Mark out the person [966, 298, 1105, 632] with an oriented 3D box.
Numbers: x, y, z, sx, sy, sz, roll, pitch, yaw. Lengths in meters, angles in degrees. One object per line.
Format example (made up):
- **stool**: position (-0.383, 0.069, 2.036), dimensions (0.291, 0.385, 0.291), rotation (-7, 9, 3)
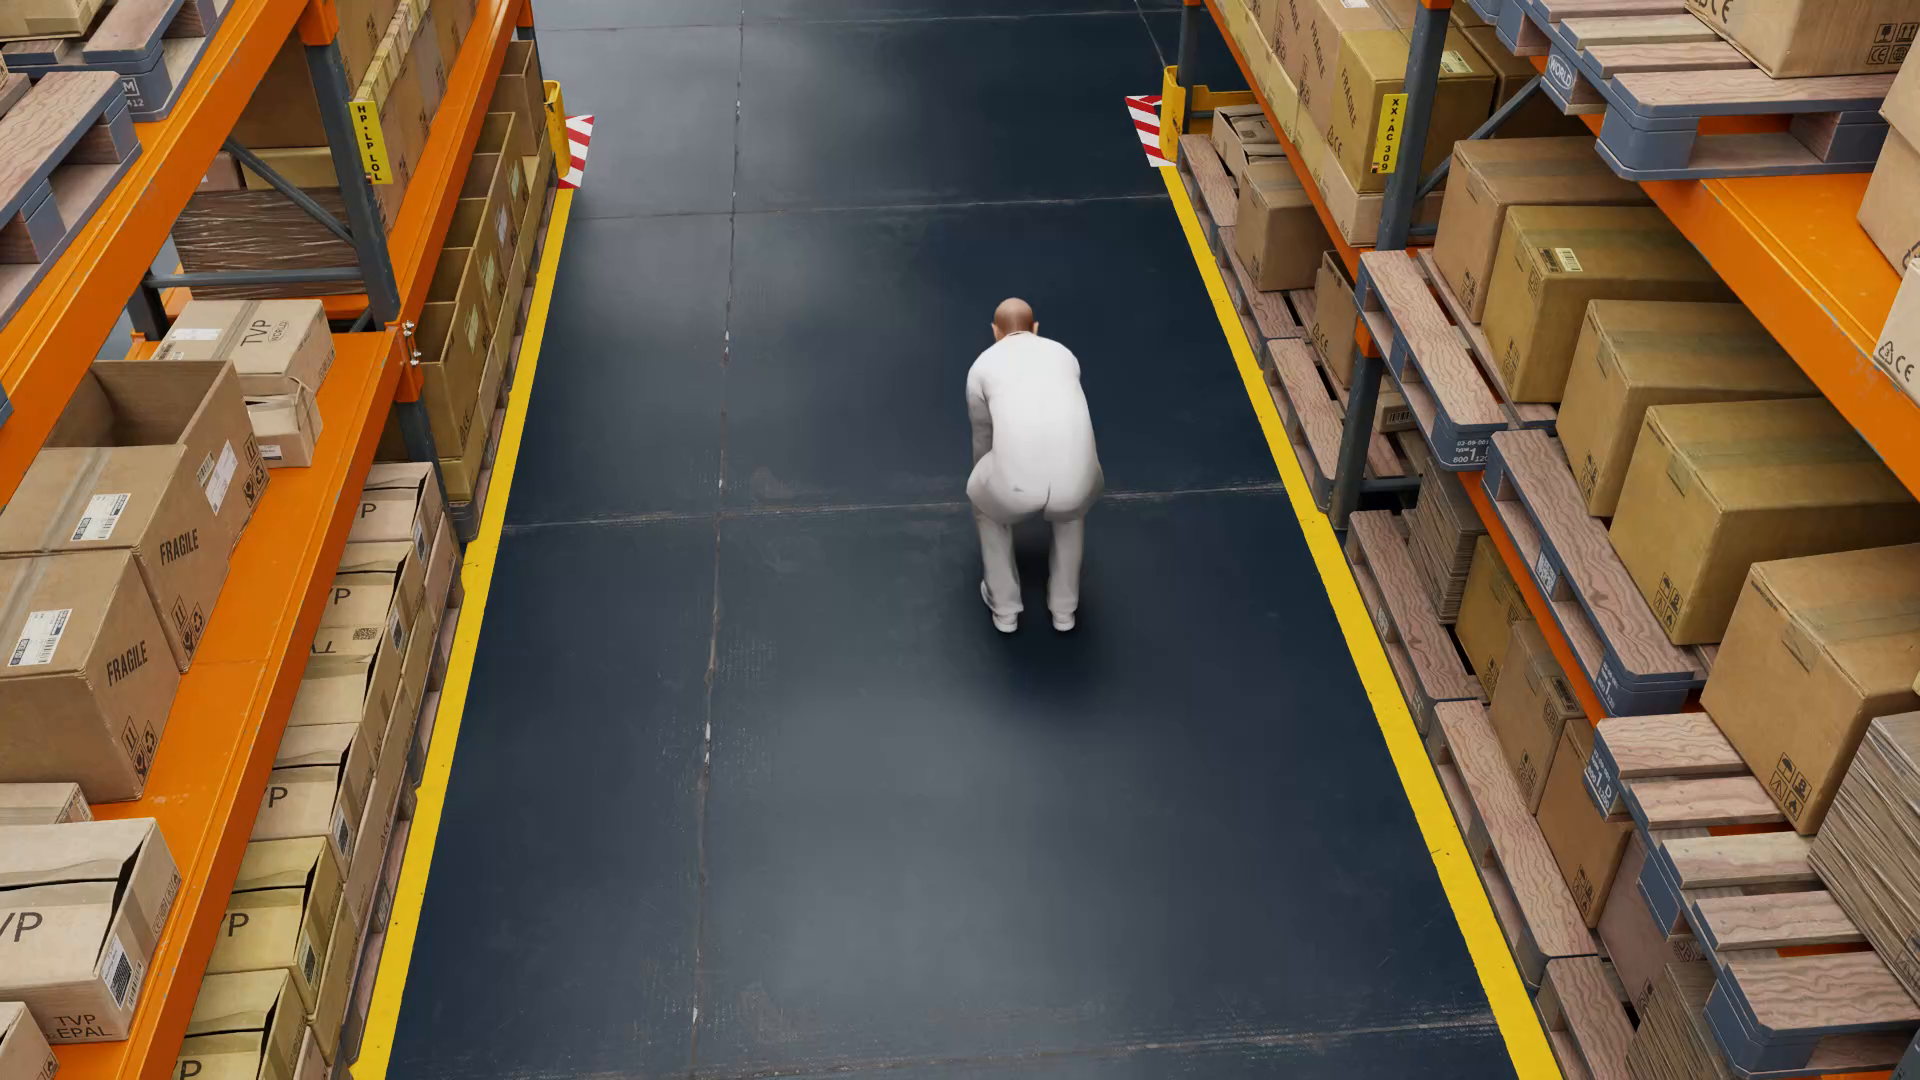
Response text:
- **person**: position (0.288, -0.298, 6.996), dimensions (0.578, 1.207, 0.927), rotation (-5, 39, -6)
